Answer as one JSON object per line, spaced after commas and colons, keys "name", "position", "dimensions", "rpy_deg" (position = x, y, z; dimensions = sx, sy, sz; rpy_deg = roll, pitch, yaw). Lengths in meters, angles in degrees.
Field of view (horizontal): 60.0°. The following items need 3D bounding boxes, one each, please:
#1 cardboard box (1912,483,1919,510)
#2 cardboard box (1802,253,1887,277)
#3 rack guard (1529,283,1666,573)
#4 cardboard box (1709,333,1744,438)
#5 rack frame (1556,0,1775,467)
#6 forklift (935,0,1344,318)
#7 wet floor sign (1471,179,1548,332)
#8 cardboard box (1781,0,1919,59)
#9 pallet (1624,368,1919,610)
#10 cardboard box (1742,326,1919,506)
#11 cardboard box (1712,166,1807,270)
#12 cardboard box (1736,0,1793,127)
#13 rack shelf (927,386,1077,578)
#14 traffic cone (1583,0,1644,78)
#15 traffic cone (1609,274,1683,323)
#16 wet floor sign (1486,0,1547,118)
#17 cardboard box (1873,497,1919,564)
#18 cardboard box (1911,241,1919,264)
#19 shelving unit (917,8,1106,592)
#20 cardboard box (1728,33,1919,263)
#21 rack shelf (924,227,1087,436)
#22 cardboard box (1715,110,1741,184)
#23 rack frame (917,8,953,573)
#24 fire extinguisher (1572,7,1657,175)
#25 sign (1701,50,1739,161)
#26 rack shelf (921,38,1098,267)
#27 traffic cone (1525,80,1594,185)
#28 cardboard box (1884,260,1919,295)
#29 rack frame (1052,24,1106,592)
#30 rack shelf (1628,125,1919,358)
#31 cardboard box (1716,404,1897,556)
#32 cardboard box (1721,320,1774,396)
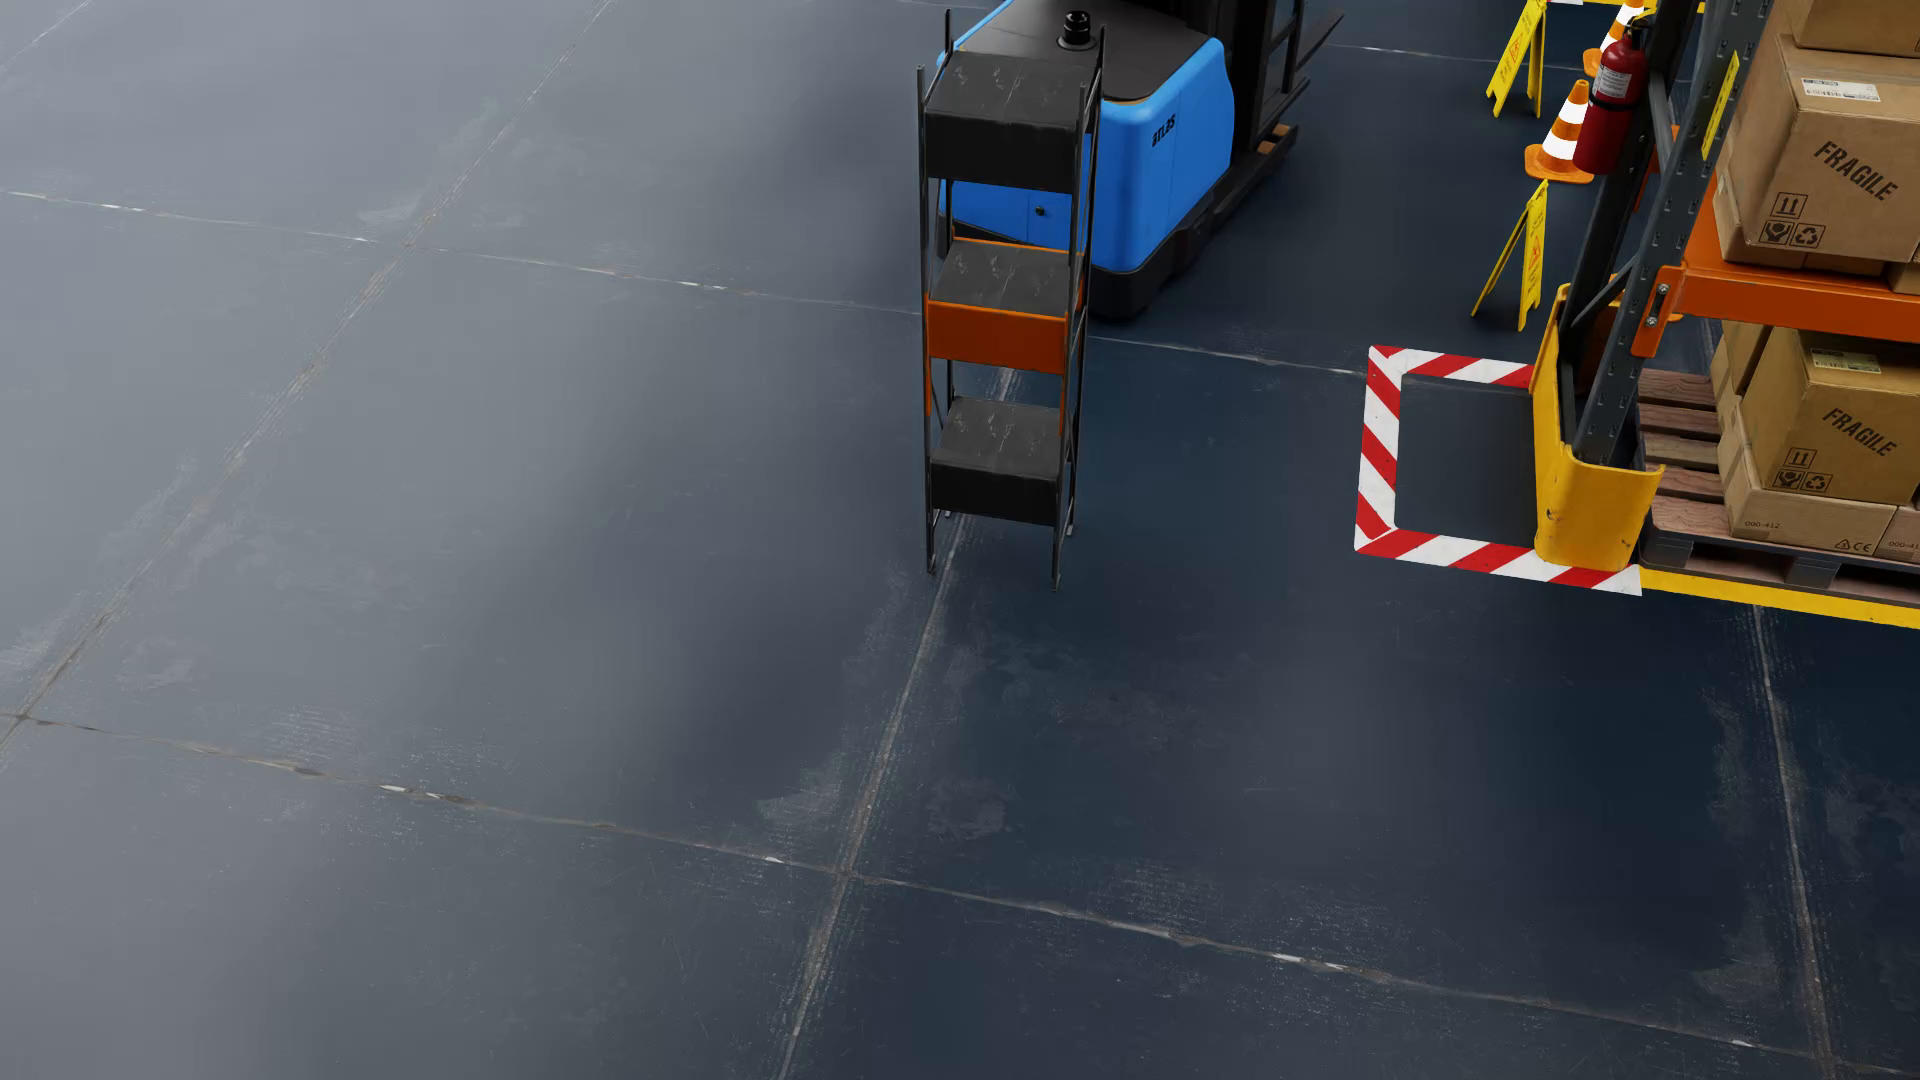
{"name": "cardboard box", "position": [3.700, -0.422, 5.906], "dimensions": [0.500, 0.500, 0.500], "rpy_deg": [7, 44, 8]}
{"name": "cardboard box", "position": [2.975, -1.070, 5.620], "dimensions": [0.250, 0.149, 0.380], "rpy_deg": [9, 45, 10]}
{"name": "rack guard", "position": [2.513, -0.468, 6.617], "dimensions": [0.348, 0.500, 1.175], "rpy_deg": [9, 45, 9]}
{"name": "cardboard box", "position": [3.310, -0.597, 6.628], "dimensions": [0.500, 0.250, 0.500], "rpy_deg": [9, 45, 9]}
{"name": "rack frame", "position": [2.439, -1.380, 5.762], "dimensions": [0.127, 3.000, 1.000], "rpy_deg": [9, 45, 9]}
{"name": "forklift", "position": [1.070, -3.052, 7.548], "dimensions": [1.130, 2.935, 3.031], "rpy_deg": [22, 48, 22]}
{"name": "wet floor sign", "position": [2.487, -1.285, 7.361], "dimensions": [0.232, 0.644, 0.267], "rpy_deg": [24, 49, 23]}
{"name": "cardboard box", "position": [2.985, -1.954, 5.350], "dimensions": [0.500, 0.500, 0.700], "rpy_deg": [8, 44, 8]}
{"name": "pallet", "position": [3.298, -0.217, 6.564], "dimensions": [1.213, 0.211, 1.003], "rpy_deg": [9, 45, 9]}
{"name": "cardboard box", "position": [3.189, -0.499, 5.985], "dimensions": [0.500, 0.500, 0.500], "rpy_deg": [7, 44, 8]}
{"name": "cardboard box", "position": [2.725, -1.098, 5.650], "dimensions": [0.250, 0.149, 0.380], "rpy_deg": [9, 45, 9]}
{"name": "cardboard box", "position": [3.029, -1.628, 5.732], "dimensions": [0.500, 0.500, 0.500], "rpy_deg": [8, 44, 8]}
{"name": "rack shelf", "position": [0.162, -0.217, 6.231], "dimensions": [0.480, 0.518, 0.431], "rpy_deg": [9, 45, 9]}
{"name": "traffic cone", "position": [3.629, -2.790, 9.056], "dimensions": [0.334, 0.463, 0.336], "rpy_deg": [9, 45, 9]}
{"name": "traffic cone", "position": [3.140, -1.274, 7.481], "dimensions": [0.334, 0.463, 0.336], "rpy_deg": [9, 45, 9]}
{"name": "wet floor sign", "position": [2.961, -2.562, 8.687], "dimensions": [0.232, 0.644, 0.267], "rpy_deg": [2, 44, 2]}
{"name": "cardboard box", "position": [3.662, -0.149, 6.163], "dimensions": [0.500, 0.250, 0.500], "rpy_deg": [10, 45, 11]}
{"name": "cardboard box", "position": [3.347, -1.188, 5.275], "dimensions": [0.500, 0.500, 0.500], "rpy_deg": [10, 45, 10]}
{"name": "shelving unit", "position": [0.162, -0.731, 5.737], "dimensions": [0.503, 2.100, 0.431], "rpy_deg": [9, 45, 9]}
{"name": "cardboard box", "position": [2.841, -1.264, 5.355], "dimensions": [0.500, 0.500, 0.500], "rpy_deg": [8, 45, 8]}
{"name": "rack shelf", "position": [0.162, -0.722, 5.746], "dimensions": [0.480, 0.518, 0.431], "rpy_deg": [9, 45, 9]}
{"name": "cardboard box", "position": [2.851, -1.378, 5.941], "dimensions": [0.250, 0.149, 0.380], "rpy_deg": [10, 45, 10]}
{"name": "rack frame", "position": [-0.077, -0.768, 5.775], "dimensions": [0.015, 2.100, 0.400], "rpy_deg": [9, 45, 9]}
{"name": "fire extinguisher", "position": [2.428, -1.682, 6.131], "dimensions": [0.183, 0.674, 0.296], "rpy_deg": [9, 45, 9]}
{"name": "sign", "position": [2.321, -1.325, 5.080], "dimensions": [0.005, 0.325, 0.100], "rpy_deg": [9, 45, 9]}
{"name": "rack shelf", "position": [0.162, -1.226, 5.261], "dimensions": [0.480, 0.518, 0.431], "rpy_deg": [9, 45, 9]}
{"name": "traffic cone", "position": [3.051, -2.077, 8.315], "dimensions": [0.334, 0.463, 0.336], "rpy_deg": [9, 45, 9]}
{"name": "cardboard box", "position": [3.216, -0.975, 5.521], "dimensions": [0.250, 0.149, 0.380], "rpy_deg": [8, 44, 8]}
{"name": "rack frame", "position": [0.400, -0.694, 5.698], "dimensions": [0.015, 2.100, 0.400], "rpy_deg": [9, 45, 9]}
{"name": "rack shelf", "position": [4.391, -0.818, 5.697], "dimensions": [4.000, 0.370, 1.077], "rpy_deg": [9, 45, 9]}
{"name": "cardboard box", "position": [3.166, -0.232, 6.248], "dimensions": [0.500, 0.250, 0.500], "rpy_deg": [8, 45, 9]}
{"name": "cardboard box", "position": [3.278, -0.866, 6.367], "dimensions": [0.500, 0.500, 0.500], "rpy_deg": [9, 45, 9]}
